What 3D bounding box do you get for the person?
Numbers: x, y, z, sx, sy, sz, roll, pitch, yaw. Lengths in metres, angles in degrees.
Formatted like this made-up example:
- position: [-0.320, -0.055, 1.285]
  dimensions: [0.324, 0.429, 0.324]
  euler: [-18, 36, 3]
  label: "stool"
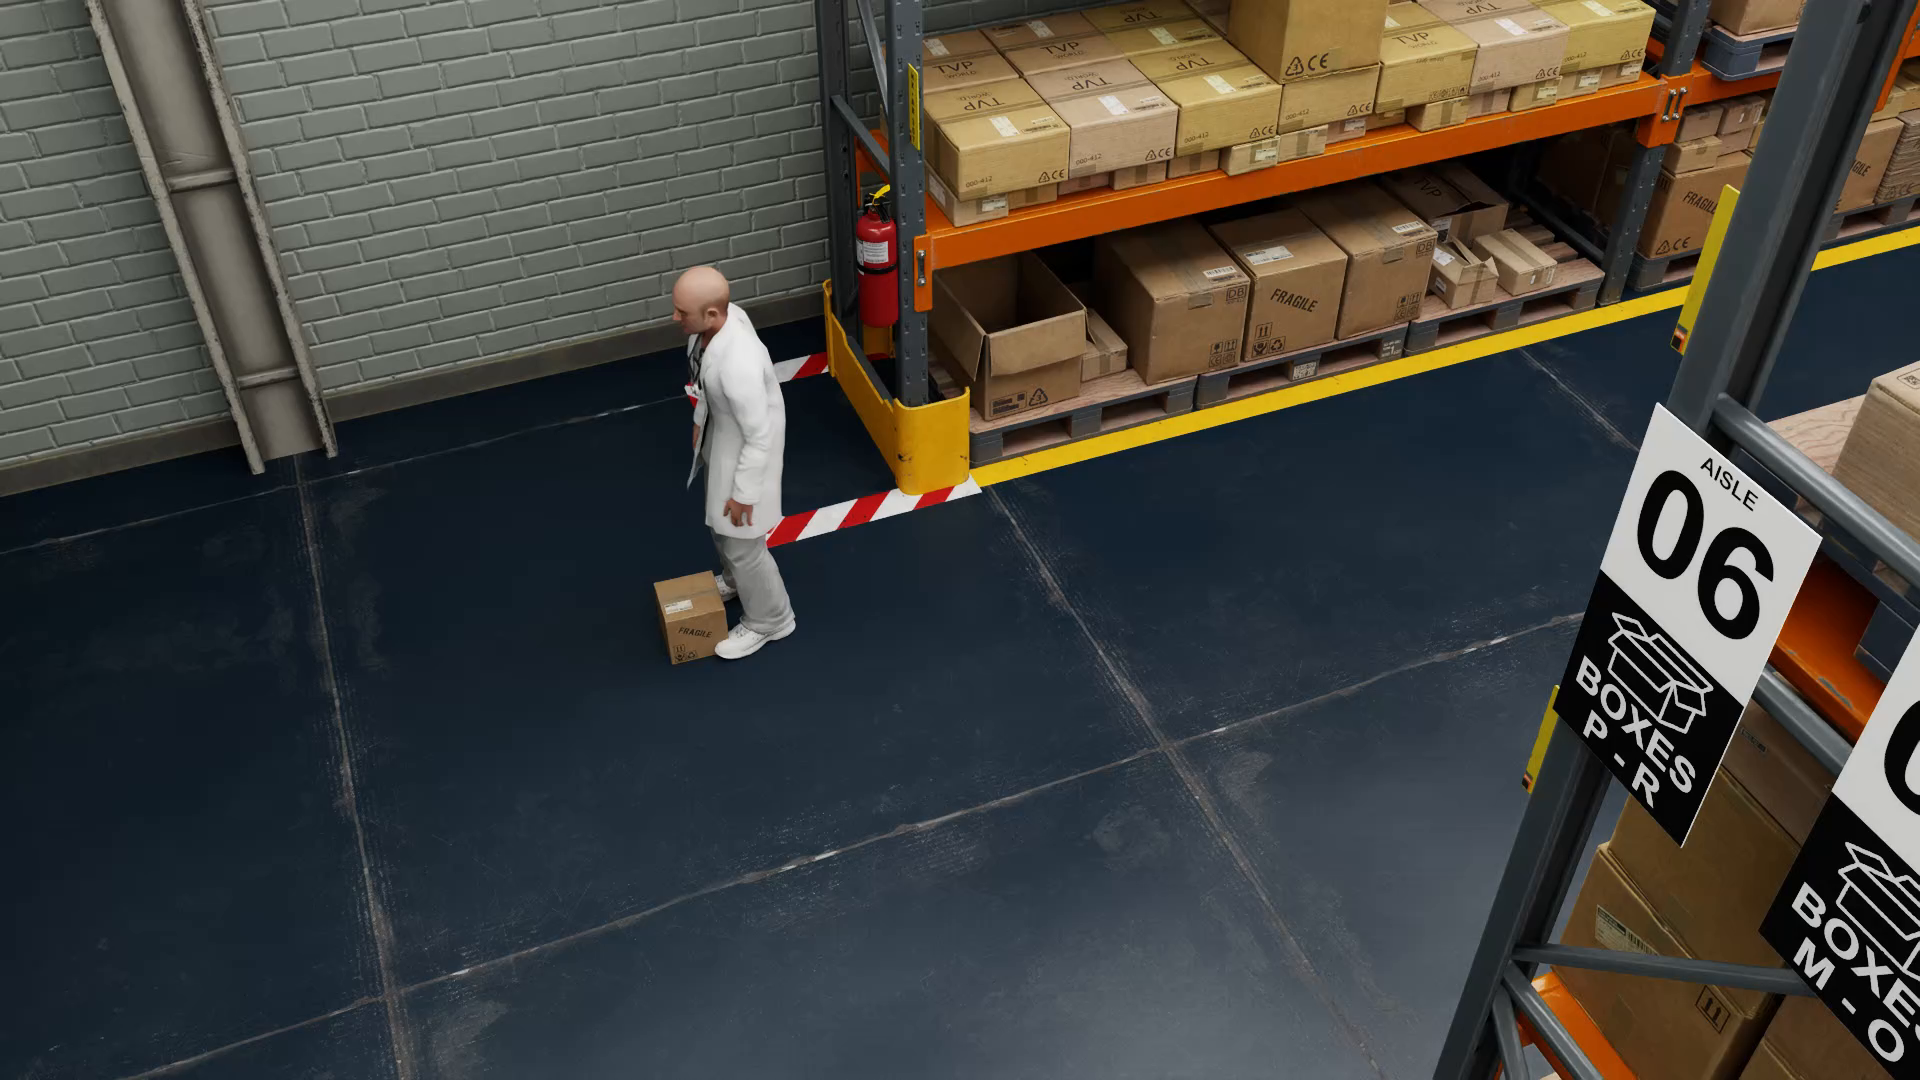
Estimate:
- position: [-0.895, -0.318, 6.533]
  dimensions: [0.424, 1.774, 0.644]
  euler: [-15, 43, -16]
  label: "person"
